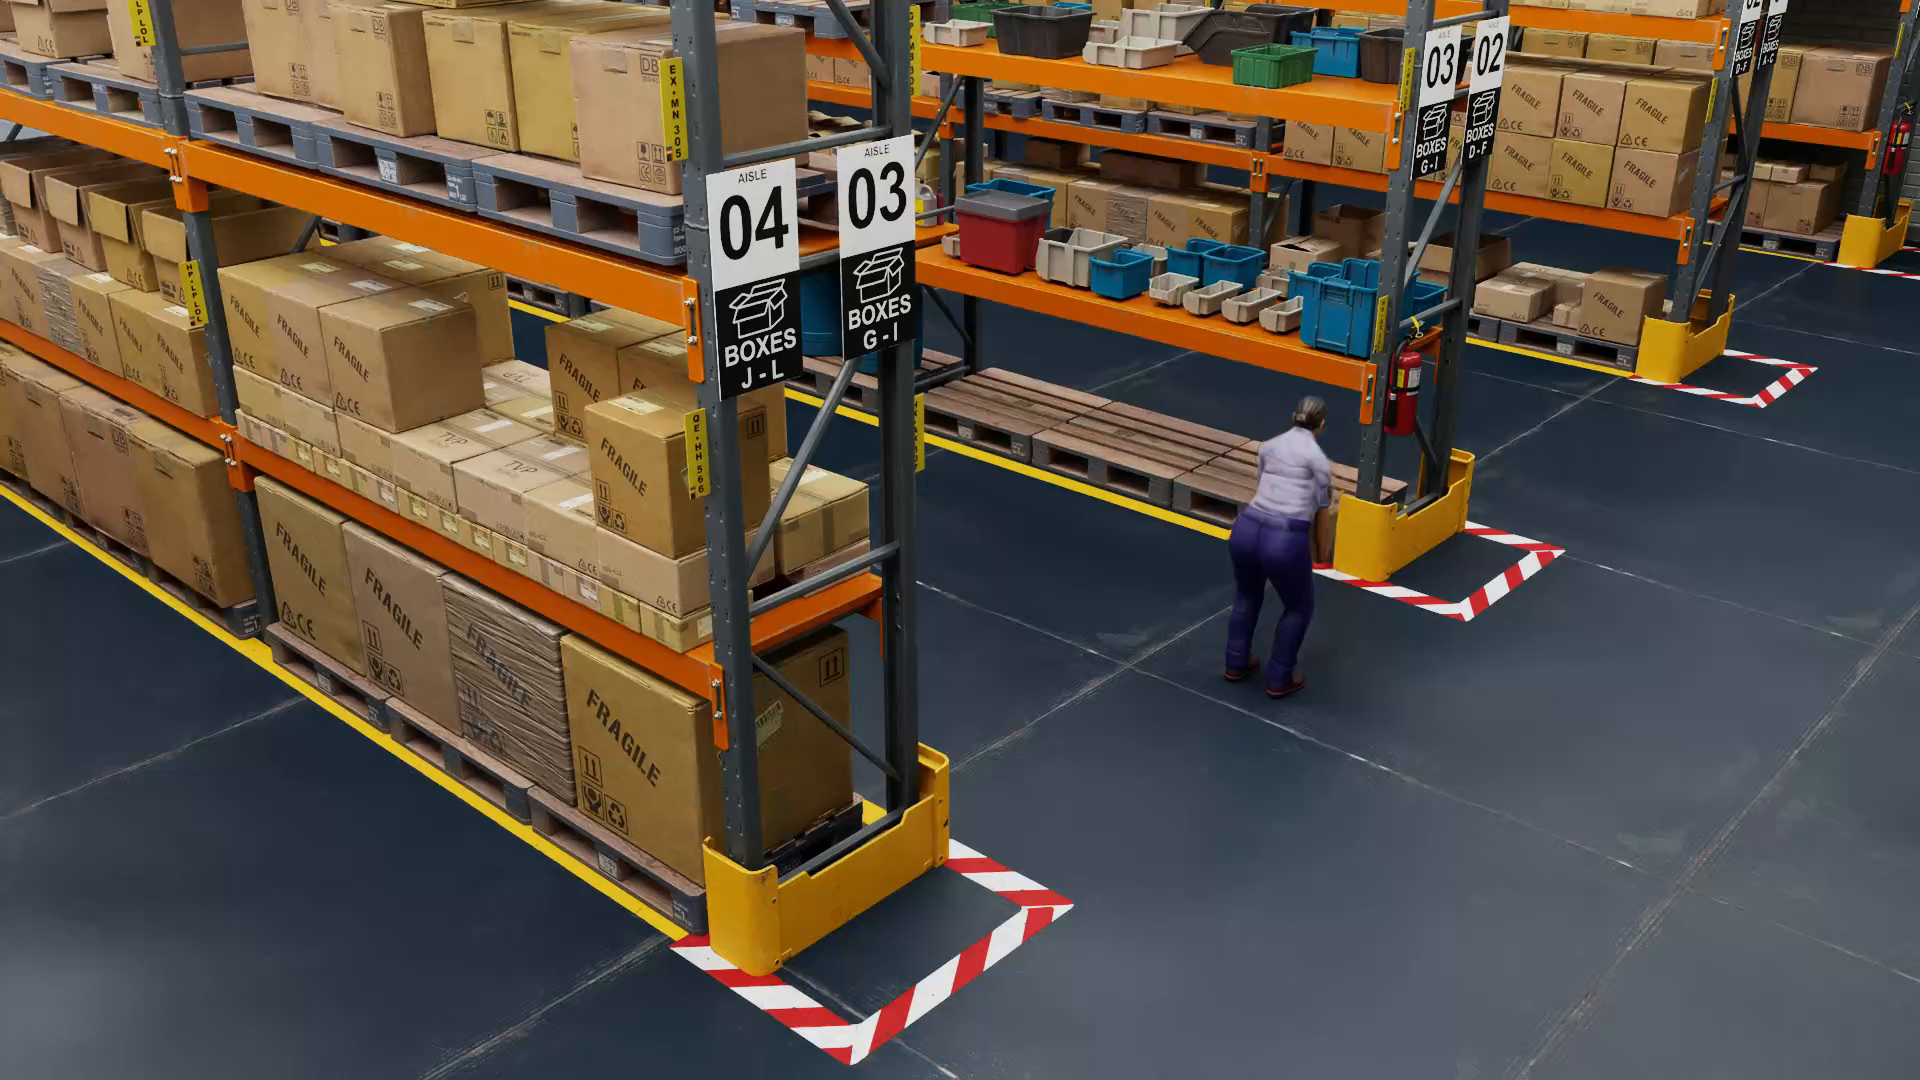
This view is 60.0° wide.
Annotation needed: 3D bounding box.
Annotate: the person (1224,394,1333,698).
[{"bbox_3d":[1.686,0.031,8.689,0.438,1.544,0.612,19,31,37],"label":"person"}]
